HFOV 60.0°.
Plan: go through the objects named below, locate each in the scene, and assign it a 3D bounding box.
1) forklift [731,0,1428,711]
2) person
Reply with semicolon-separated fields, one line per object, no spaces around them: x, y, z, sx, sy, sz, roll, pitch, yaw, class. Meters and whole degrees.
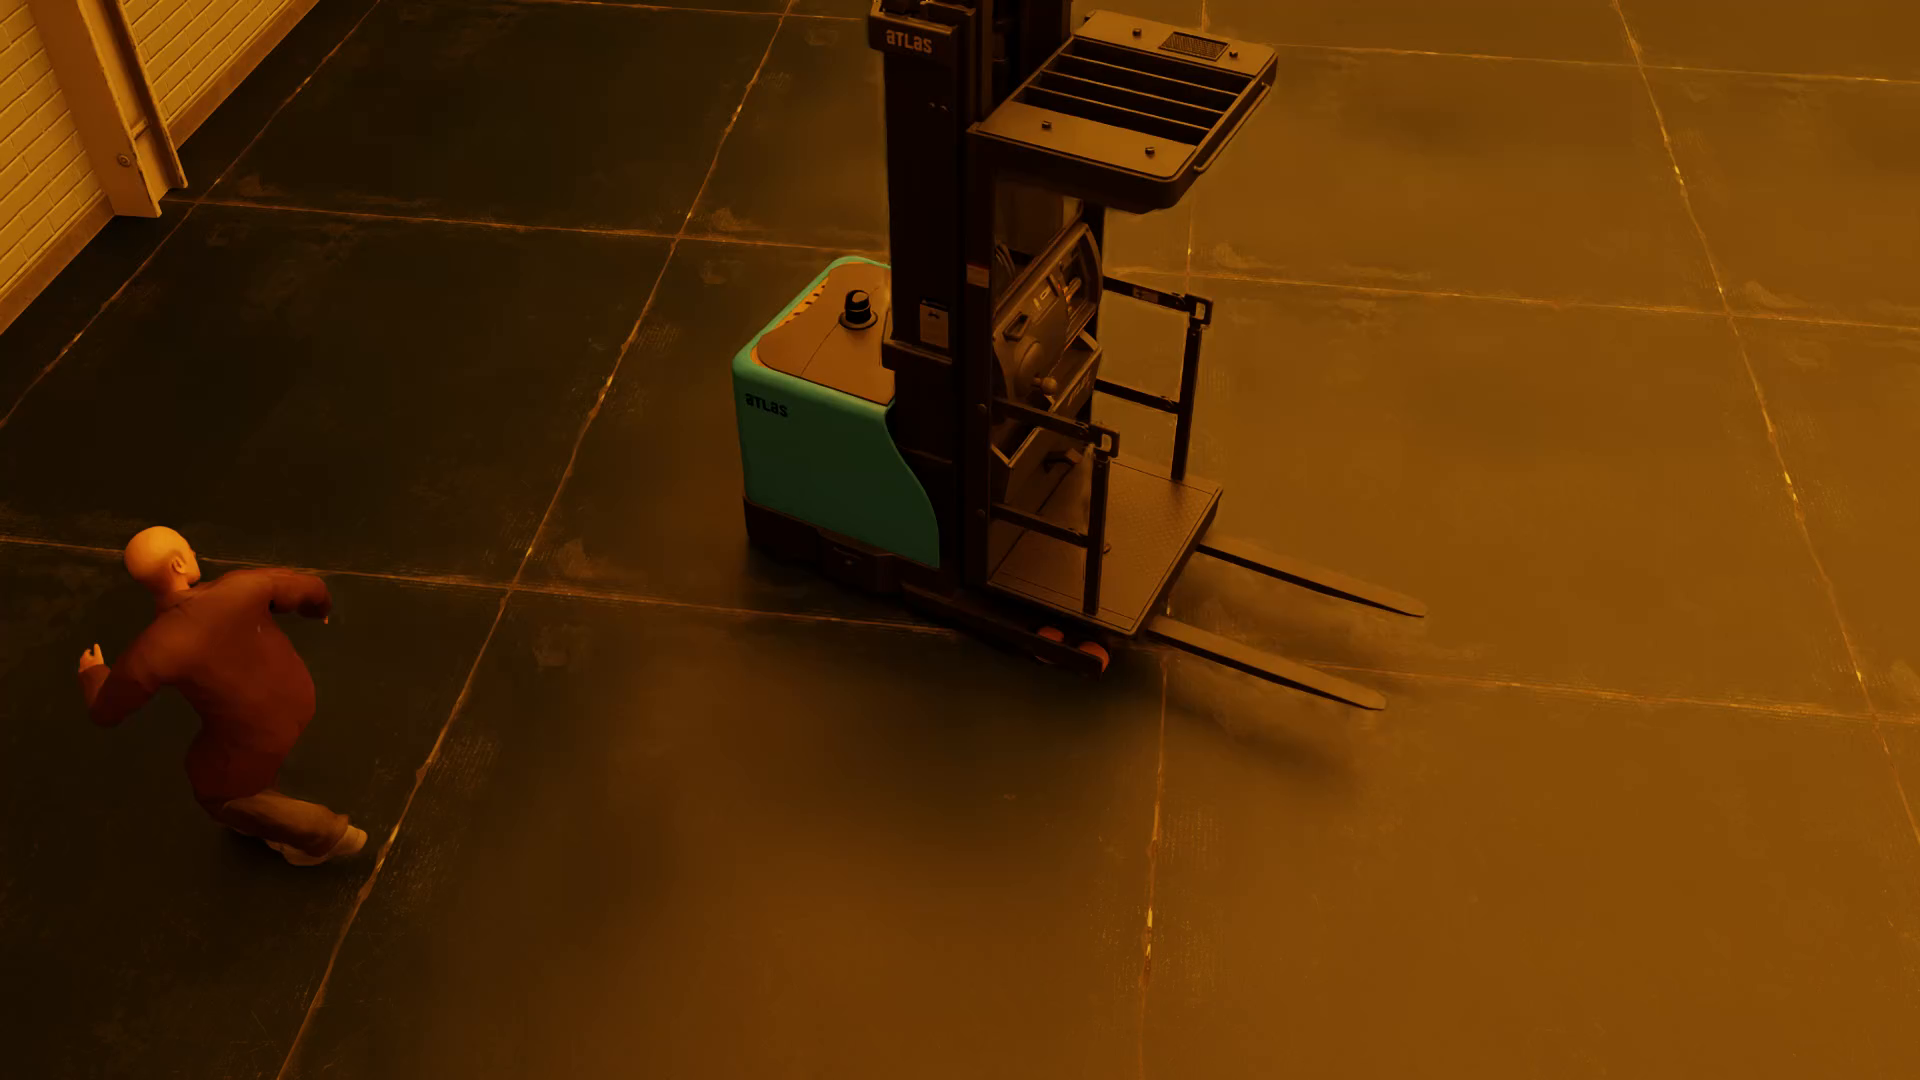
0.542;-0.890;6.693;3.031;2.935;1.130;19;46;20;forklift
-2.673;0.542;6.094;0.894;1.645;0.918;18;46;18;person
